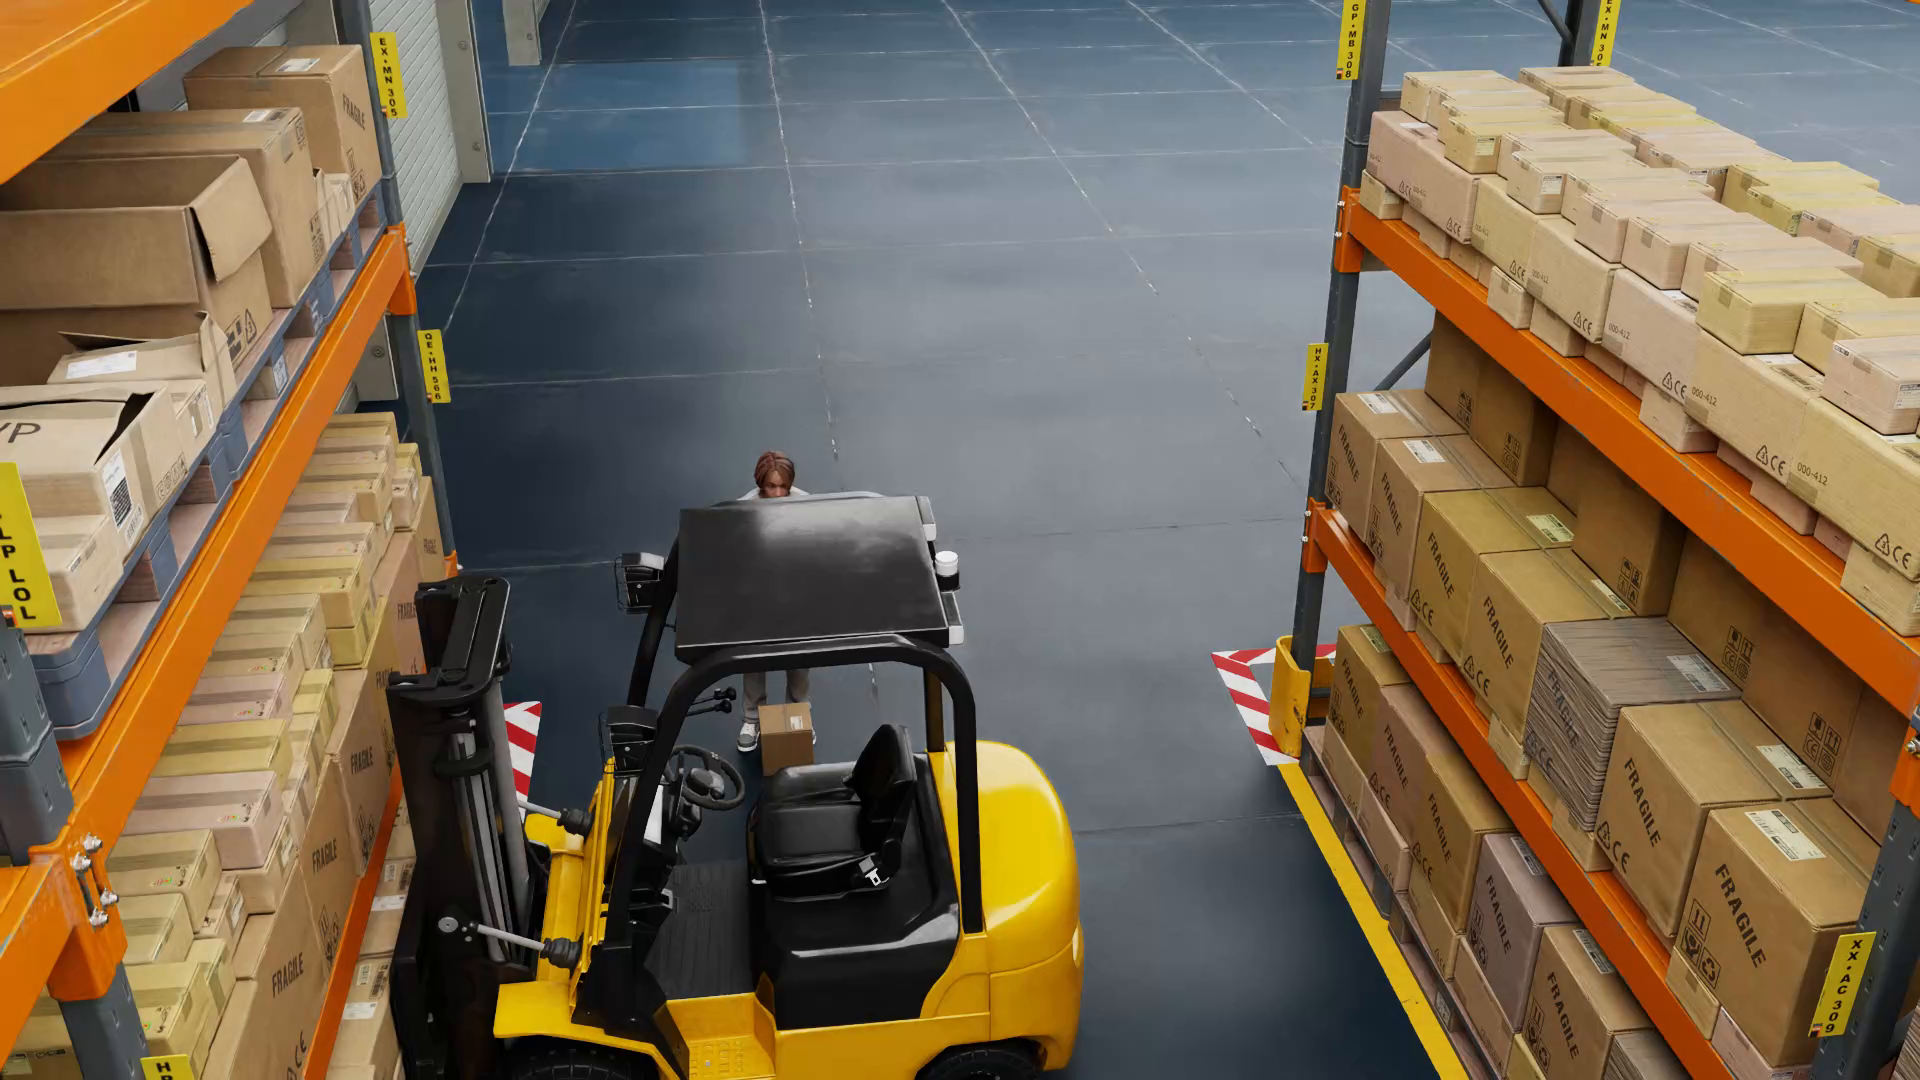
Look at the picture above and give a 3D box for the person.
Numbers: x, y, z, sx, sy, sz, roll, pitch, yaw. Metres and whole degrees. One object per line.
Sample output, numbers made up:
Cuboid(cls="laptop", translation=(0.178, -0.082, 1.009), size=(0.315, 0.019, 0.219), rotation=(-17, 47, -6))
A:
Cuboid(cls="person", translation=(-0.896, 0.278, 8.097), size=(0.484, 1.593, 0.346), rotation=(-5, 28, -10))
